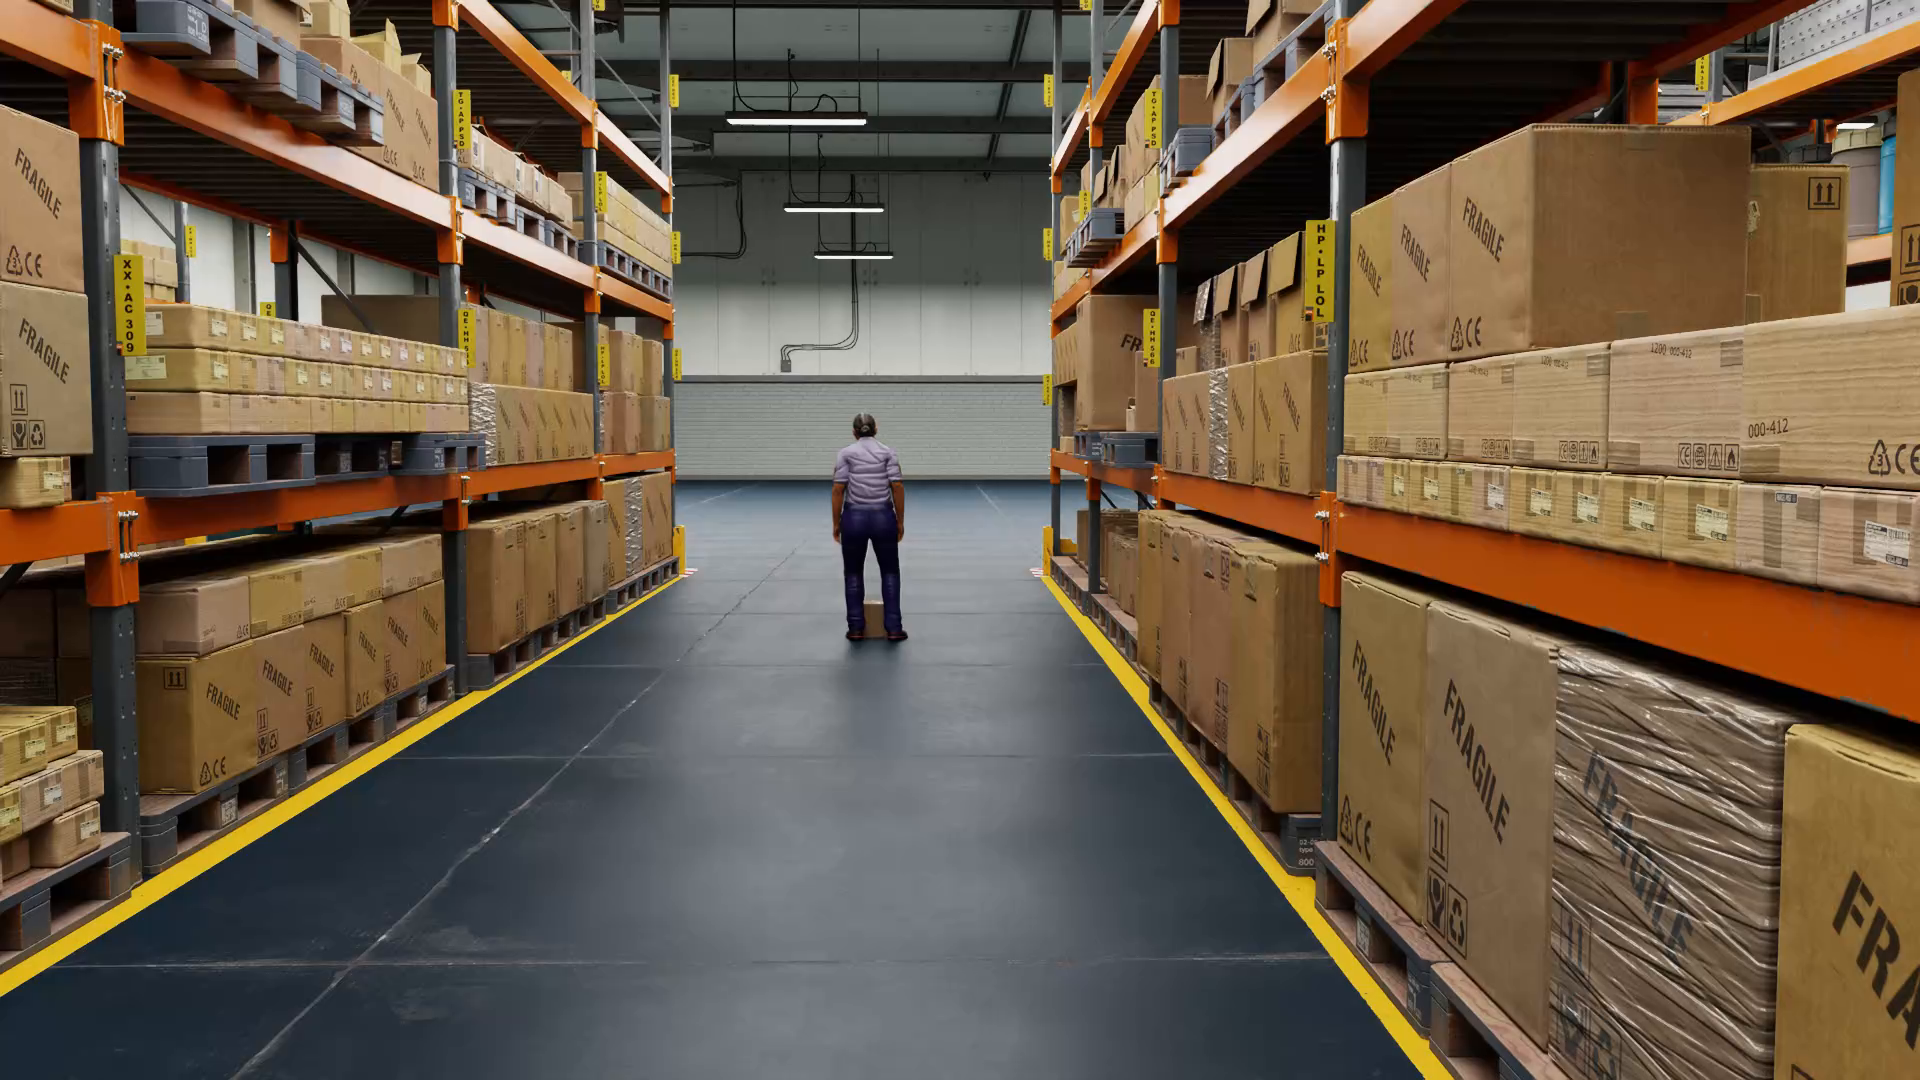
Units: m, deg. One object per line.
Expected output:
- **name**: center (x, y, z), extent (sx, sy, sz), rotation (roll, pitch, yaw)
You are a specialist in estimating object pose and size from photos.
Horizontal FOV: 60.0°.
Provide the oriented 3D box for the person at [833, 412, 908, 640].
- **person**: center (-0.644, -0.100, 12.038), extent (0.537, 1.651, 0.419), rotation (0, 4, -2)
